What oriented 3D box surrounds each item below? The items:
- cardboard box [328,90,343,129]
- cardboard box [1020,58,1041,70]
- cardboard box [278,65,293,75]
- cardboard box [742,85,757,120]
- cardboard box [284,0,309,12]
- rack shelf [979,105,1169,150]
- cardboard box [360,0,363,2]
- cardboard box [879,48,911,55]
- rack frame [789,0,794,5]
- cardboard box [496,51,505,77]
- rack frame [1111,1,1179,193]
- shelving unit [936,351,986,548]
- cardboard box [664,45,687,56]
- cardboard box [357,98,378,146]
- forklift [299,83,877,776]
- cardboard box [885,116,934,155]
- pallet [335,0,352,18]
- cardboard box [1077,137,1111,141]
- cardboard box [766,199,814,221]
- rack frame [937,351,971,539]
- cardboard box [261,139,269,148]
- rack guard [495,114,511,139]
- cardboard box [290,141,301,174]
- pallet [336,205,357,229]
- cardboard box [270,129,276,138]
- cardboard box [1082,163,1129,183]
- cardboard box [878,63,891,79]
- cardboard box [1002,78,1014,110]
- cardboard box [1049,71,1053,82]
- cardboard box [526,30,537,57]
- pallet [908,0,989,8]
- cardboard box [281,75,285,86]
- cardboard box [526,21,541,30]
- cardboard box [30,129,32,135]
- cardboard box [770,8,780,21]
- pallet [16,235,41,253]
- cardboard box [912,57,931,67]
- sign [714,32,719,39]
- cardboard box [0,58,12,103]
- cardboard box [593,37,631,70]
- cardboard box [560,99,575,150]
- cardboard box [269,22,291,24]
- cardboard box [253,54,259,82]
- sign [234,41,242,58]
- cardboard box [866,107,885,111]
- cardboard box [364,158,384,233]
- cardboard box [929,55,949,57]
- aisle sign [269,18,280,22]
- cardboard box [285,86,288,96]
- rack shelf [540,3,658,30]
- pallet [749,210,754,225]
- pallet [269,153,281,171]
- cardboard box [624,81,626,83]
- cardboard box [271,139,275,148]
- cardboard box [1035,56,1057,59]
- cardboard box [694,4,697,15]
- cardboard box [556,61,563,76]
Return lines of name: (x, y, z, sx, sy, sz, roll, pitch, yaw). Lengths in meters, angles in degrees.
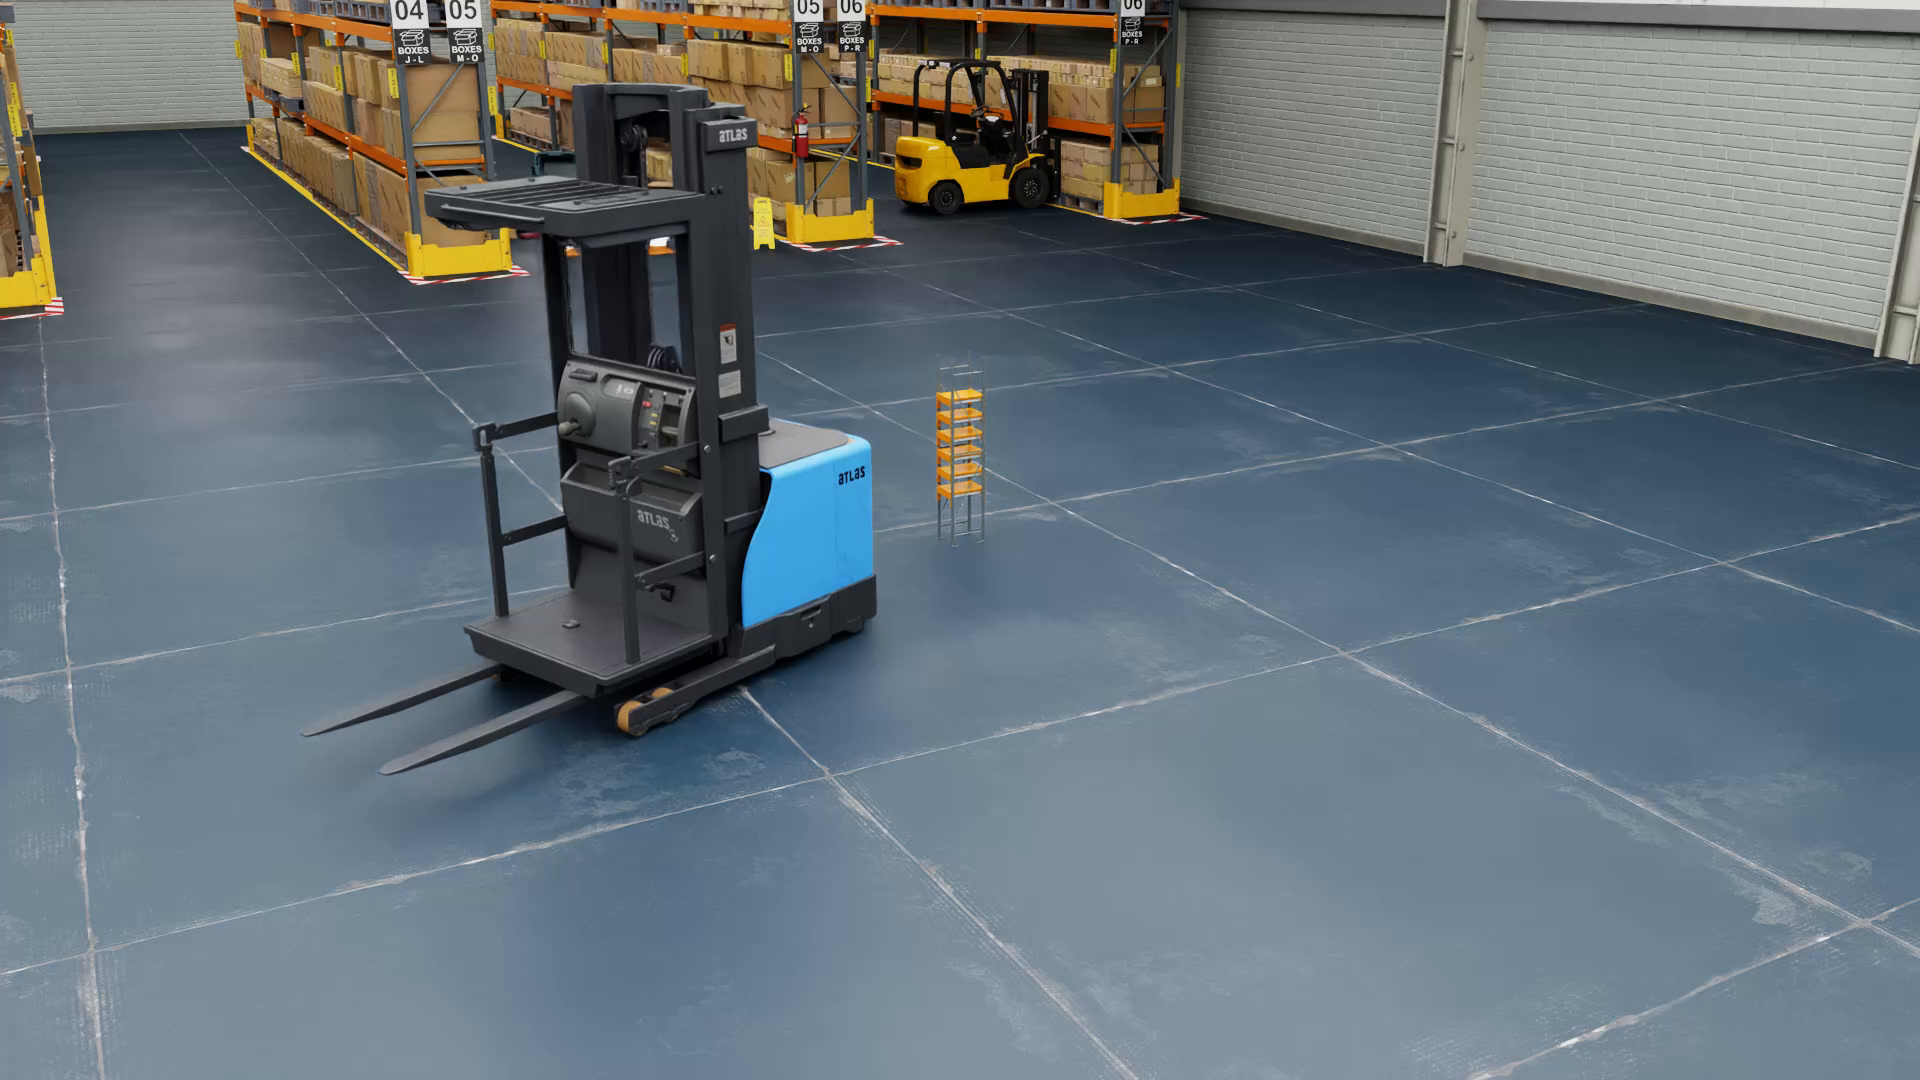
cardboard box: (-8.634, -6.106, 23.575, 0.500, 0.500, 0.500, -10, 22, -27)
cardboard box: (1.166, -7.435, 25.976, 0.380, 0.149, 0.250, -10, 22, -28)
cardboard box: (-10.818, -7.608, 26.910, 0.380, 0.149, 0.250, -9, 21, -25)
cardboard box: (-2.672, -6.043, 22.935, 0.500, 0.500, 0.500, -10, 21, -27)
cardboard box: (-10.305, -8.543, 26.040, 0.500, 0.500, 0.500, -10, 21, -27)
rack shelf: (1.714, -6.457, 25.848, 1.077, 0.370, 4.000, -10, 21, -27)
cardboard box: (-7.071, -6.610, 20.178, 0.380, 0.149, 0.250, -10, 21, -26)
cardboard box: (-1.243, -8.937, 31.136, 0.500, 0.500, 0.500, -9, 21, -24)
rack frame: (-1.703, -8.289, 20.857, 1.000, 3.000, 0.127, -10, 21, -27)
cardboard box: (-9.326, -9.911, 34.602, 0.500, 0.500, 0.500, -10, 21, -27)
rack frame: (2.663, -6.223, 24.067, 1.000, 3.000, 0.127, -10, 21, -27)
shelving unit: (0.007, -0.563, 10.424, 0.258, 1.200, 0.189, -10, 21, -27)
cardboard box: (-4.360, -7.588, 25.774, 0.380, 0.149, 0.250, -11, 22, -28)
cardboard box: (-7.292, -5.445, 21.581, 0.875, 0.550, 0.550, -10, 21, -27)
forklift: (-1.767, -0.633, 7.973, 1.130, 2.935, 3.031, 14, 24, 36)
cardboard box: (-0.852, -7.414, 30.516, 0.875, 0.625, 0.625, -9, 21, -25)
pallet: (-7.532, -6.945, 21.697, 1.003, 0.211, 1.213, -10, 21, -27)
cardboard box: (2.133, -6.050, 25.603, 0.500, 0.250, 0.500, -10, 21, -27)
cardboard box: (-2.335, -4.549, 22.787, 0.500, 0.250, 0.500, -10, 21, -27)
rack frame: (-0.037, -0.589, 10.500, 0.240, 1.200, 0.006, -10, 21, -27)
cardboard box: (-13.050, -7.535, 31.595, 0.380, 0.149, 0.250, -11, 22, -29)
rack guard: (-9.313, -8.871, 35.574, 1.175, 0.500, 0.348, -10, 21, -27)
cardboard box: (-10.862, -6.418, 27.820, 0.500, 0.500, 0.500, -11, 22, -29)
pallet: (-8.344, -4.697, 23.920, 1.003, 0.211, 1.213, -10, 21, -27)
cardboard box: (-12.389, -7.433, 30.390, 0.380, 0.149, 0.250, -10, 22, -27)
cardboard box: (2.157, -5.449, 24.630, 0.500, 0.250, 0.500, -10, 22, -27)
cardboard box: (-1.162, -8.516, 30.175, 0.500, 0.250, 0.500, -10, 21, -27)
cardboard box: (1.007, -7.104, 26.466, 0.500, 0.500, 0.500, -10, 21, -26)
cardboard box: (1.582, -7.083, 25.411, 0.380, 0.149, 0.250, -10, 21, -27)
cardboard box: (-8.103, -9.657, 32.333, 0.500, 0.500, 0.500, -10, 22, -27)
pallet: (-0.201, -9.346, 28.810, 1.003, 0.211, 1.213, -9, 21, -24)
cardboard box: (-10.701, -7.397, 26.754, 0.380, 0.149, 0.250, -9, 21, -25)
cardboard box: (-8.254, -10.065, 32.521, 0.380, 0.149, 0.250, -10, 21, -27)
cardboard box: (-14.950, -5.867, 25.649, 1.225, 0.875, 0.875, -10, 21, -26)
cardboard box: (-2.266, -6.878, 21.751, 0.380, 0.149, 0.250, -10, 21, -26)
pallet: (-11.974, -3.561, 20.627, 1.003, 0.211, 1.213, -10, 21, -27)
cardboard box: (-0.621, -8.367, 29.133, 0.380, 0.149, 0.250, -9, 21, -26)
sign: (-5.412, -11.141, 36.992, 0.100, 0.325, 0.005, -10, 21, -27)
cardboard box: (-11.393, -5.353, 19.404, 0.500, 0.500, 0.500, -10, 21, -27)
cardboard box: (-5.978, -8.377, 28.624, 0.500, 0.500, 0.500, -11, 22, -28)
cardboard box: (-7.037, -7.926, 31.617, 0.875, 0.875, 0.875, -9, 21, -25)
cardboard box: (-12.933, -9.672, 31.922, 0.500, 0.500, 0.500, -11, 22, -28)
cardboard box: (-12.669, -8.677, 30.570, 0.500, 0.500, 0.500, -10, 21, -27)
sign: (-14.087, -9.575, 32.455, 0.100, 0.325, 0.005, -10, 21, -27)
cardboard box: (-1.614, -8.340, 32.396, 0.380, 0.149, 0.250, -10, 22, -28)
cardboard box: (-7.243, -4.550, 21.832, 0.875, 0.875, 0.875, -10, 21, -26)
cardboard box: (-0.333, -8.610, 29.837, 0.380, 0.149, 0.250, -10, 22, -28)
aisle sign: (-13.380, -10.547, 32.611, 0.394, 0.787, 0.004, -10, 21, -27)
cardboard box: (-10.566, -7.175, 26.569, 0.380, 0.149, 0.250, -10, 21, -27)
rack shelf: (-6.452, -9.401, 29.783, 1.077, 0.370, 4.000, -10, 21, -27)
pallet: (-2.669, -4.745, 24.059, 1.003, 0.211, 1.213, -10, 21, -27)
pallet: (-12.060, -6.971, 30.510, 1.003, 0.211, 1.213, -10, 21, -27)
cardboard box: (-5.407, -7.621, 27.859, 0.380, 0.149, 0.250, -11, 22, -30)
cardboard box: (-12.279, -7.210, 30.199, 0.380, 0.149, 0.250, -11, 22, -29)
cardboard box: (1.401, -7.668, 26.652, 0.380, 0.149, 0.250, -10, 22, -27)
cardboard box: (-3.671, -7.772, 24.341, 0.380, 0.149, 0.250, -10, 22, -27)
cardboard box: (-7.169, -8.748, 30.848, 0.500, 0.250, 0.500, -10, 21, -26)
